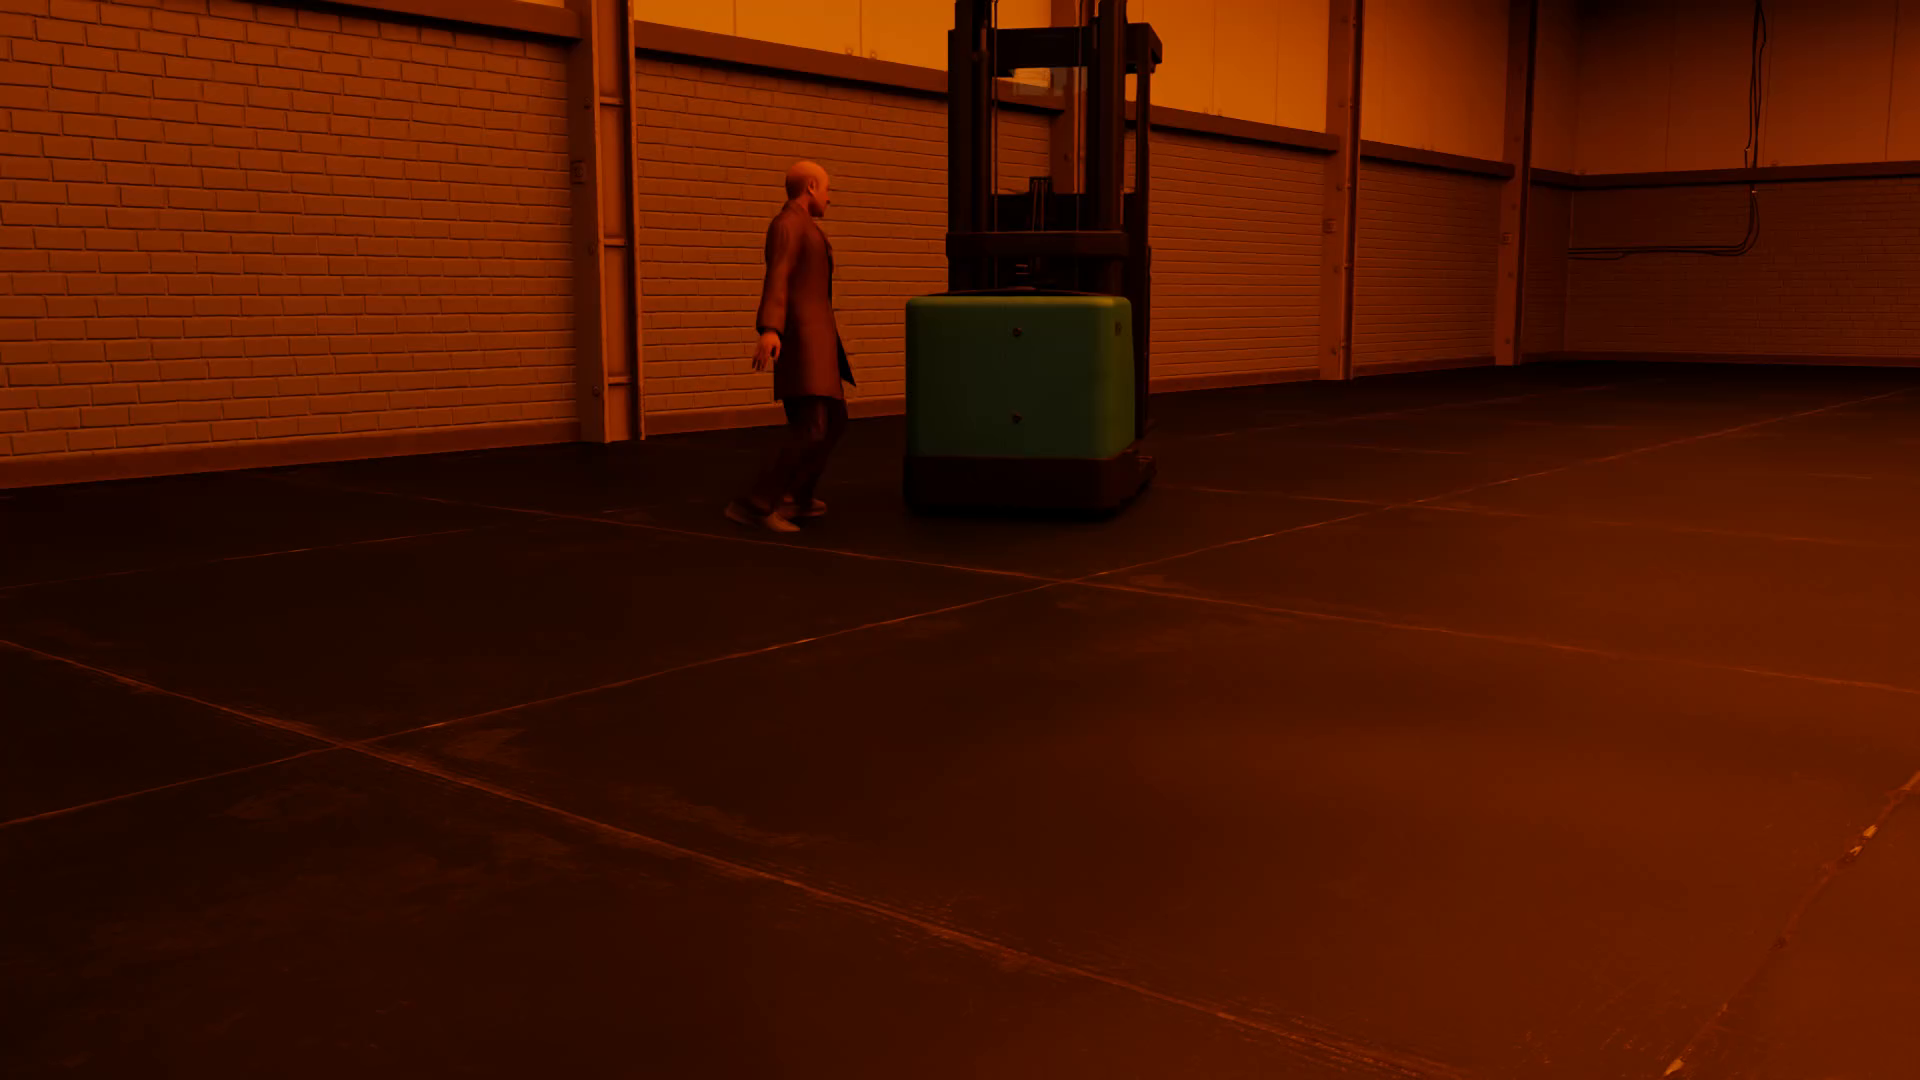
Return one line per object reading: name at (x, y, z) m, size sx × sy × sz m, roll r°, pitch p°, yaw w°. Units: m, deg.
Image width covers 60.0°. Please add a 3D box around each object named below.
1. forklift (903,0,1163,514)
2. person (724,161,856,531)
forklift at (0.528, -1.754, 9.269) m, size 1.130 × 2.935 × 3.031 m, roll 2°, pitch 9°, yaw 12°
person at (-0.801, -0.888, 7.760) m, size 0.584 × 1.739 × 0.935 m, roll 0°, pitch 8°, yaw 2°
